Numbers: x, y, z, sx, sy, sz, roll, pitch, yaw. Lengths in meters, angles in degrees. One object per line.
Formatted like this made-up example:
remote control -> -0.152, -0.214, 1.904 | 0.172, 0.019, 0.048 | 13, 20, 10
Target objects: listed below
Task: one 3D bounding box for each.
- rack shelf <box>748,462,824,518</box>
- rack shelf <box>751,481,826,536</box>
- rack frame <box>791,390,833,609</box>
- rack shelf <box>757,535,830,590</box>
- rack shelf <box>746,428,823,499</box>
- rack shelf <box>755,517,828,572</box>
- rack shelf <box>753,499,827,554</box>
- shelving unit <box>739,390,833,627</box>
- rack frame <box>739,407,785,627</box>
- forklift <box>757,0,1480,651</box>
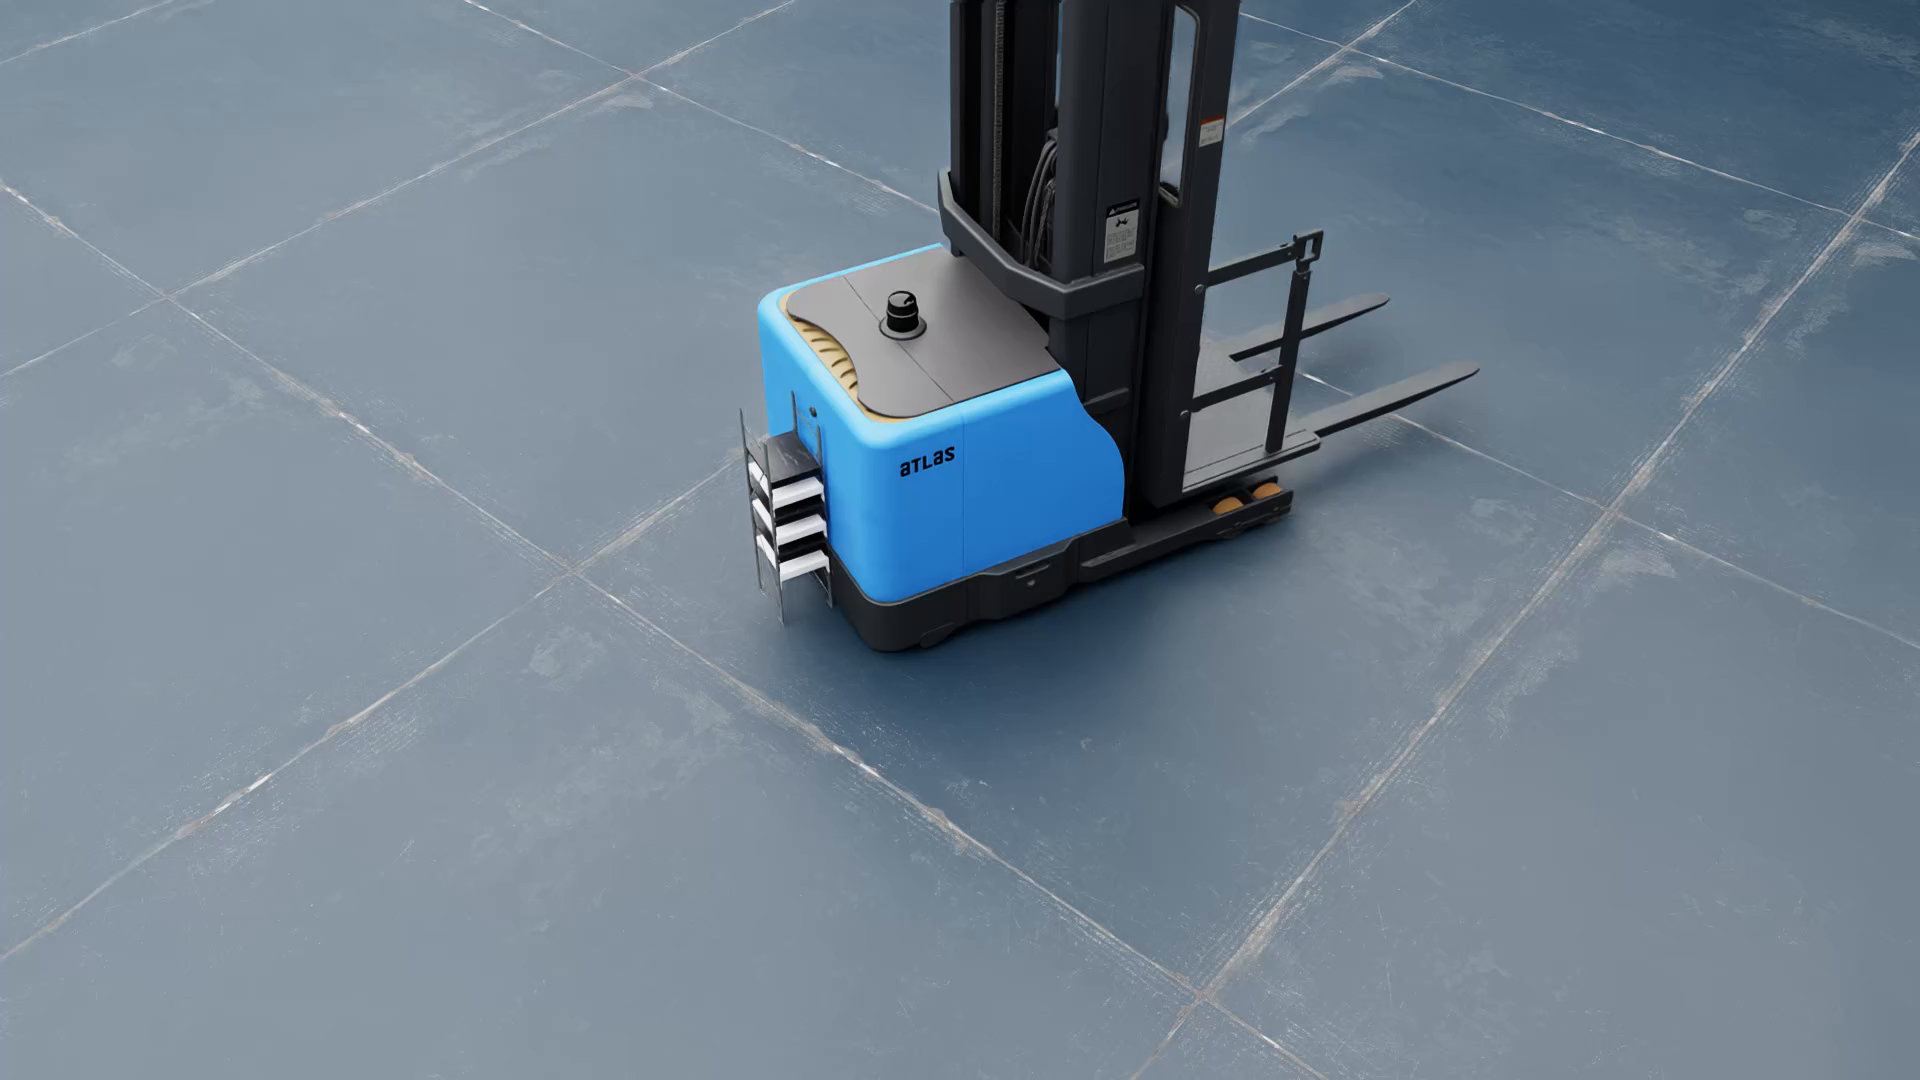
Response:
rack shelf -> -0.642, -0.213, 6.097 | 0.200, 0.077, 0.258 | -20, 46, -21
rack shelf -> -0.642, -0.146, 6.158 | 0.200, 0.077, 0.258 | -20, 46, -21
rack frame -> -0.552, -0.137, 6.231 | 0.006, 0.900, 0.240 | -20, 46, -21
rack shelf -> -0.642, 0.054, 6.339 | 0.200, 0.077, 0.258 | -20, 46, -21
rack shelf -> -0.642, -0.279, 6.036 | 0.200, 0.077, 0.258 | -20, 46, -21
rack shelf -> -0.642, -0.013, 6.279 | 0.200, 0.077, 0.258 | -20, 46, -21
rack shelf -> -0.642, -0.079, 6.218 | 0.200, 0.077, 0.258 | -20, 46, -21
shelving unit -> -0.642, -0.104, 6.196 | 0.210, 0.900, 0.258 | -20, 46, -21
rack frame -> -0.731, -0.072, 6.160 | 0.006, 0.900, 0.240 | -20, 46, -21
forklift -> 0.778, -1.385, 6.095 | 3.031, 2.935, 1.130 | -20, 46, -21
